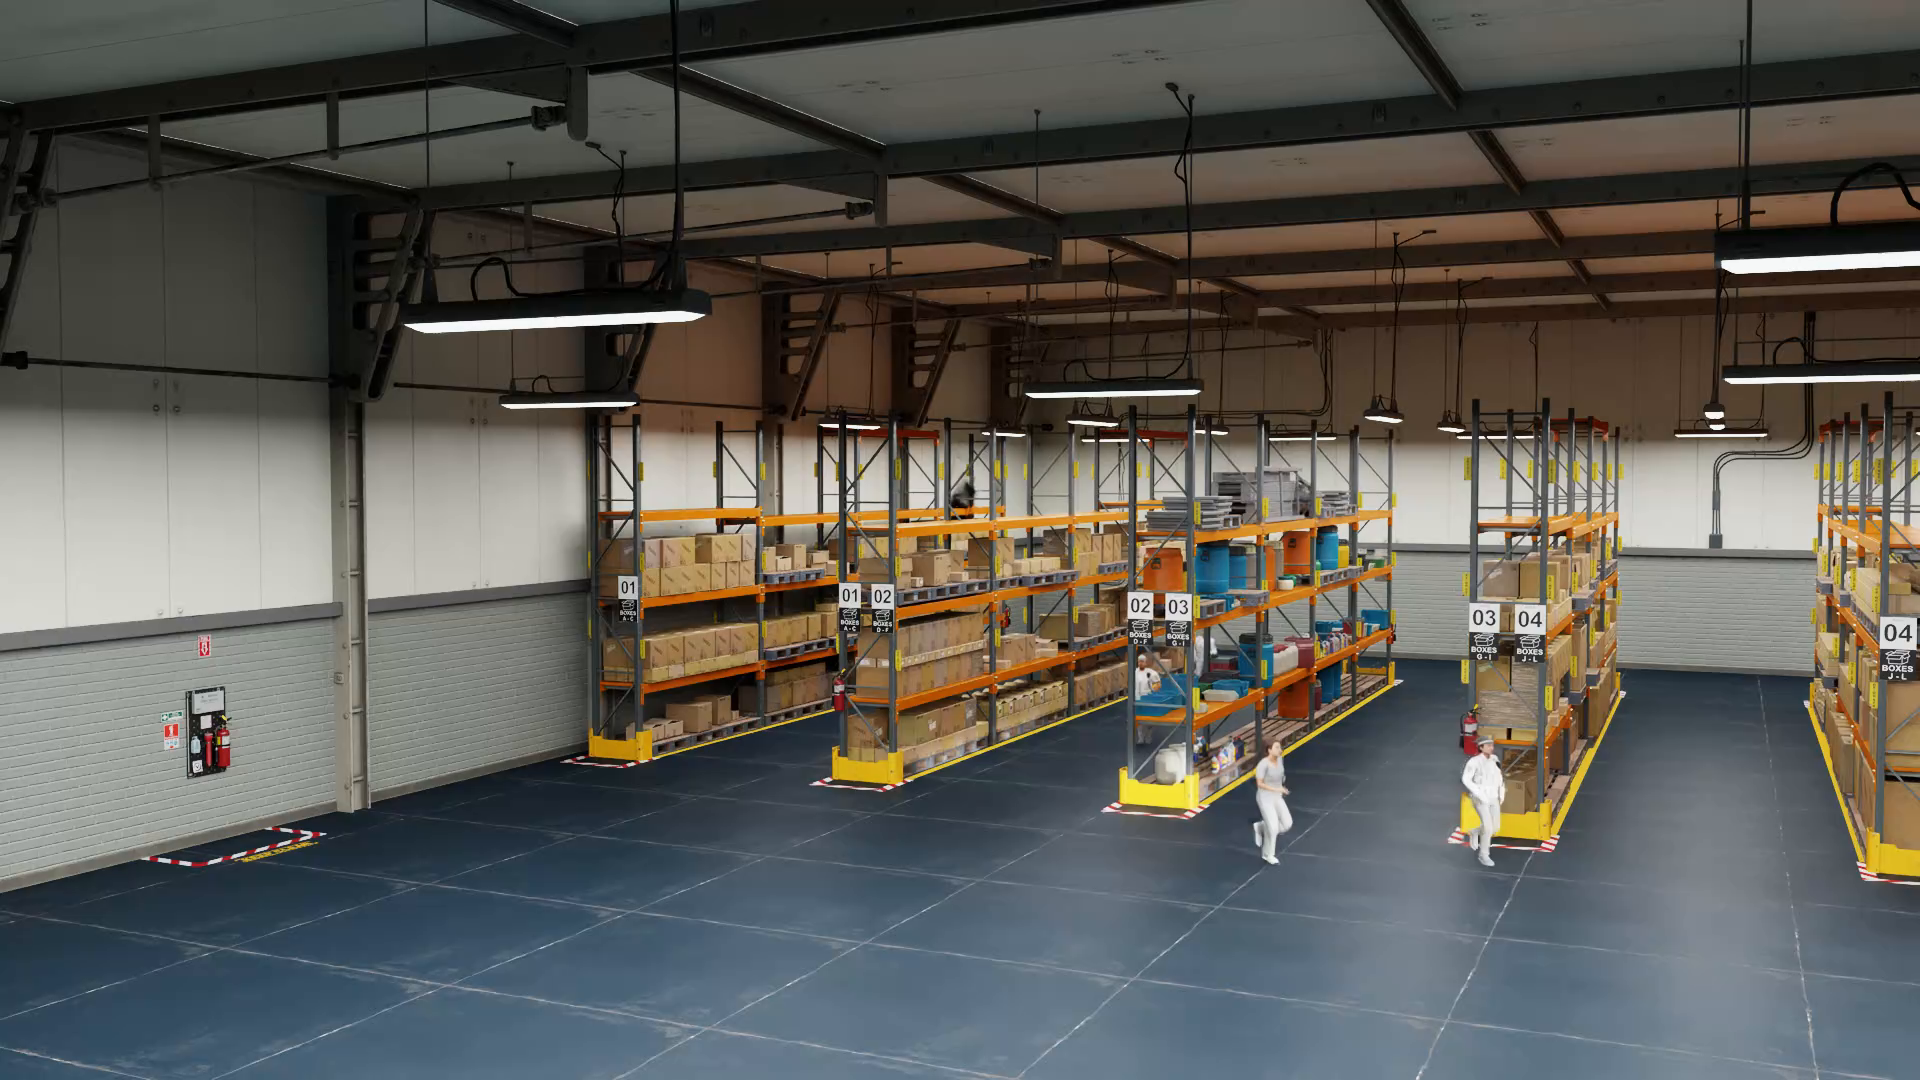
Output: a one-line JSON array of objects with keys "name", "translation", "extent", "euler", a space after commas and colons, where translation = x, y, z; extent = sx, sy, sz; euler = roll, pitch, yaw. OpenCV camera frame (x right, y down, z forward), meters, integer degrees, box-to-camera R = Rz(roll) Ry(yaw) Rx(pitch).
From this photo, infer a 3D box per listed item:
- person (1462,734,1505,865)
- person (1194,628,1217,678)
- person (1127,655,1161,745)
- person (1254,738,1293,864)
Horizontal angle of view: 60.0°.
[{"name": "person", "translation": [6.713, 3.305, 21.378], "extent": [0.656, 1.661, 0.582], "euler": [-1, 3, -24]}, {"name": "person", "translation": [5.277, 2.689, 36.056], "extent": [0.592, 1.740, 0.751], "euler": [0, 2, 12]}, {"name": "person", "translation": [3.329, 2.931, 30.389], "extent": [0.589, 1.647, 0.590], "euler": [1, 3, 21]}, {"name": "person", "translation": [4.006, 3.328, 21.242], "extent": [0.603, 1.621, 0.635], "euler": [-2, 3, -38]}]
